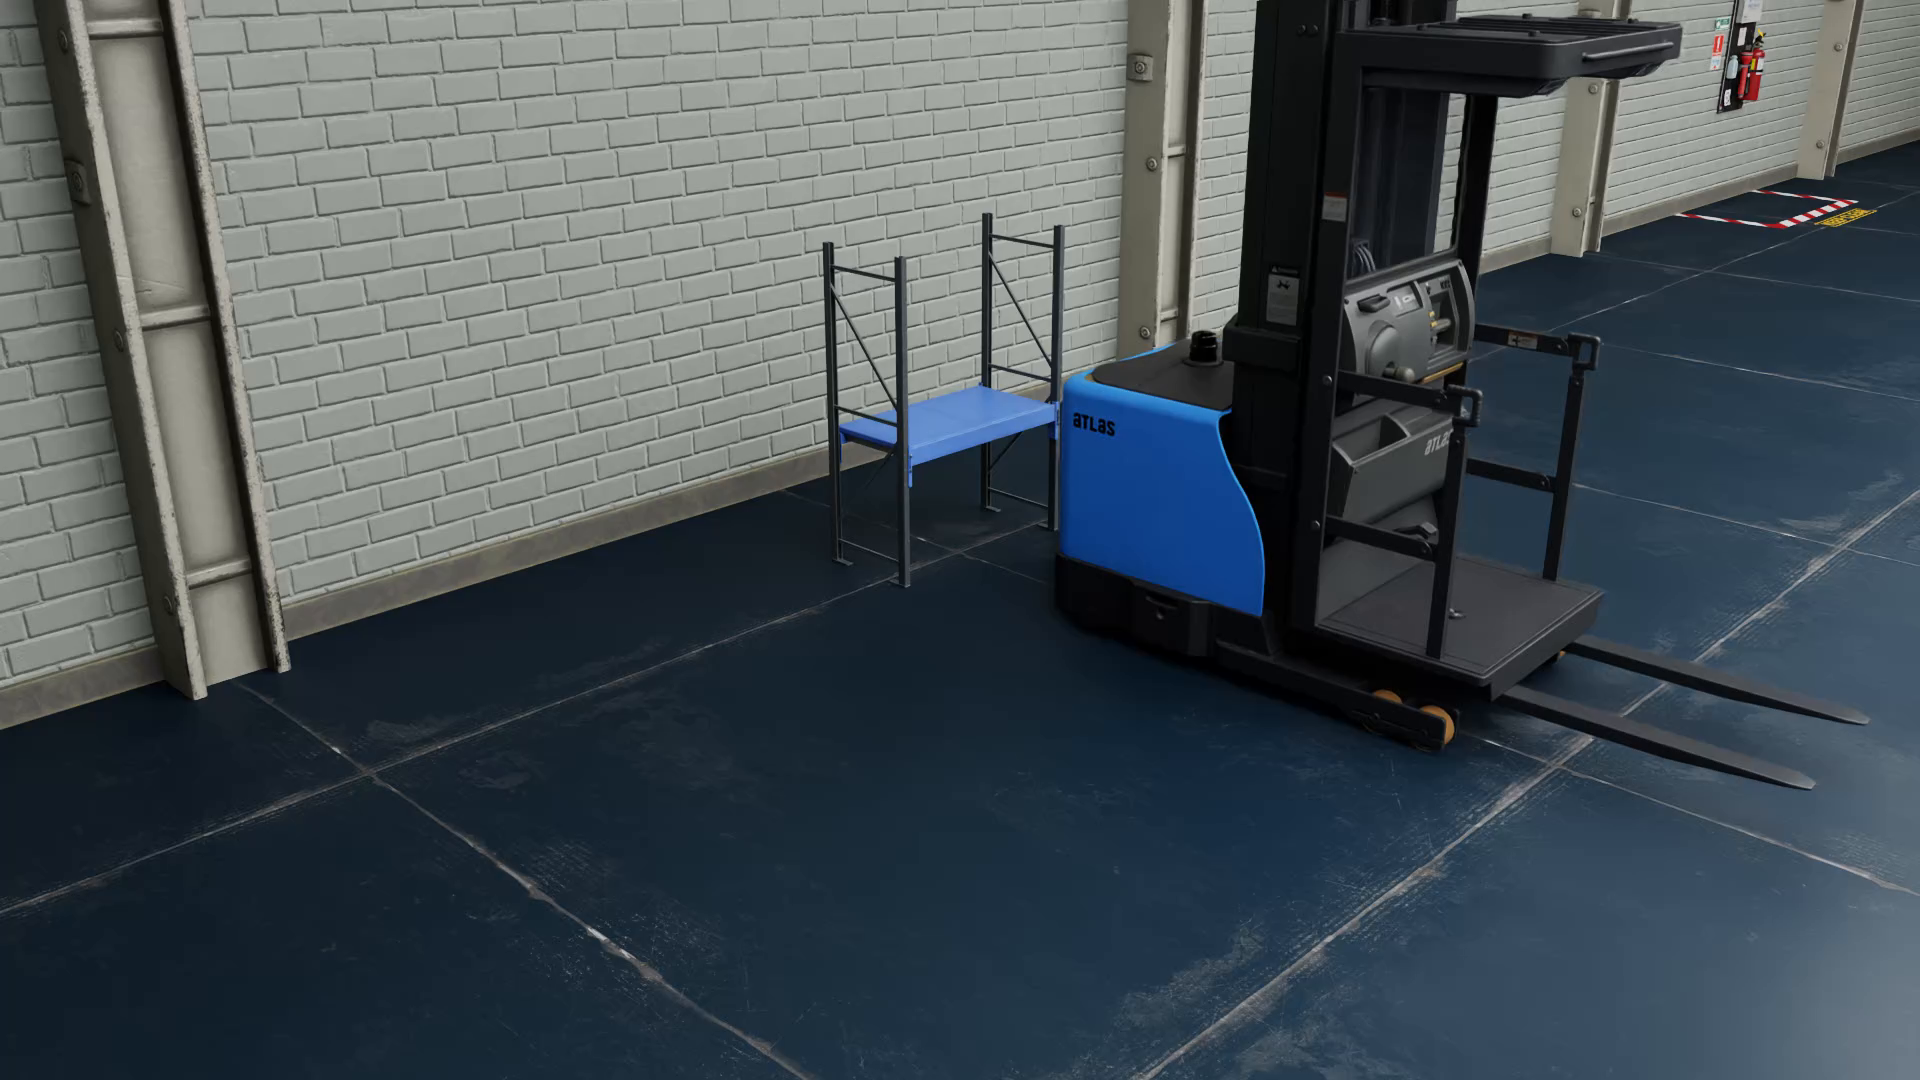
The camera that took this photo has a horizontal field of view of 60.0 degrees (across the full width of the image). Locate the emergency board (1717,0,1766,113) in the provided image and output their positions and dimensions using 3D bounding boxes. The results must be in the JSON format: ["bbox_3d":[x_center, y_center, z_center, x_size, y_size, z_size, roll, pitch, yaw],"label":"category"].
[{"bbox_3d":[7.859,-4.868,16.558,0.194,1.169,0.643,19,28,41],"label":"emergency board"}]

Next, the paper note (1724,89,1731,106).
[{"bbox_3d":[7.686,-4.428,16.642,0.016,0.148,0.142,19,28,41],"label":"paper note"}]

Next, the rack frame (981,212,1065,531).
[{"bbox_3d":[0.295,-0.809,8.088,0.500,1.500,0.032,19,28,41],"label":"rack frame"}]

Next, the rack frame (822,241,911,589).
[{"bbox_3d":[-0.414,-0.547,7.408,0.500,1.500,0.032,19,28,41],"label":"rack frame"}]

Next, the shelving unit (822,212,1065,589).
[{"bbox_3d":[-0.060,-0.678,7.748,0.538,1.500,1.048,19,28,41],"label":"shelving unit"}]

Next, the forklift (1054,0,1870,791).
[{"bbox_3d":[1.840,-0.807,6.090,3.031,2.935,1.130,18,27,39],"label":"forklift"}]

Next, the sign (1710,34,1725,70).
[{"bbox_3d":[7.399,-4.768,16.249,0.001,0.329,0.234,19,28,41],"label":"sign"}]

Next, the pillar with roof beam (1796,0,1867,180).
[{"bbox_3d":[12.694,-7.216,14.306,9.100,9.000,0.400,19,28,41],"label":"pillar with roof beam"}]

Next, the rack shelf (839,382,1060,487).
[{"bbox_3d":[-0.060,-0.510,7.813,0.538,0.185,1.000,19,28,41],"label":"rack shelf"}]

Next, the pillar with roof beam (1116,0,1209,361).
[{"bbox_3d":[4.323,-4.131,6.280,9.100,9.000,0.400,19,28,41],"label":"pillar with roof beam"}]

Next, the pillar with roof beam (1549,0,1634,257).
[{"bbox_3d":[8.509,-5.674,10.293,9.100,9.000,0.400,19,28,41],"label":"pillar with roof beam"}]

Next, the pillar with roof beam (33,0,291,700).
[{"bbox_3d":[0.137,-2.589,2.268,9.100,9.000,0.400,19,28,41],"label":"pillar with roof beam"}]

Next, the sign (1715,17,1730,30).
[{"bbox_3d":[7.408,-5.014,16.151,0.001,0.109,0.331,19,28,41],"label":"sign"}]
